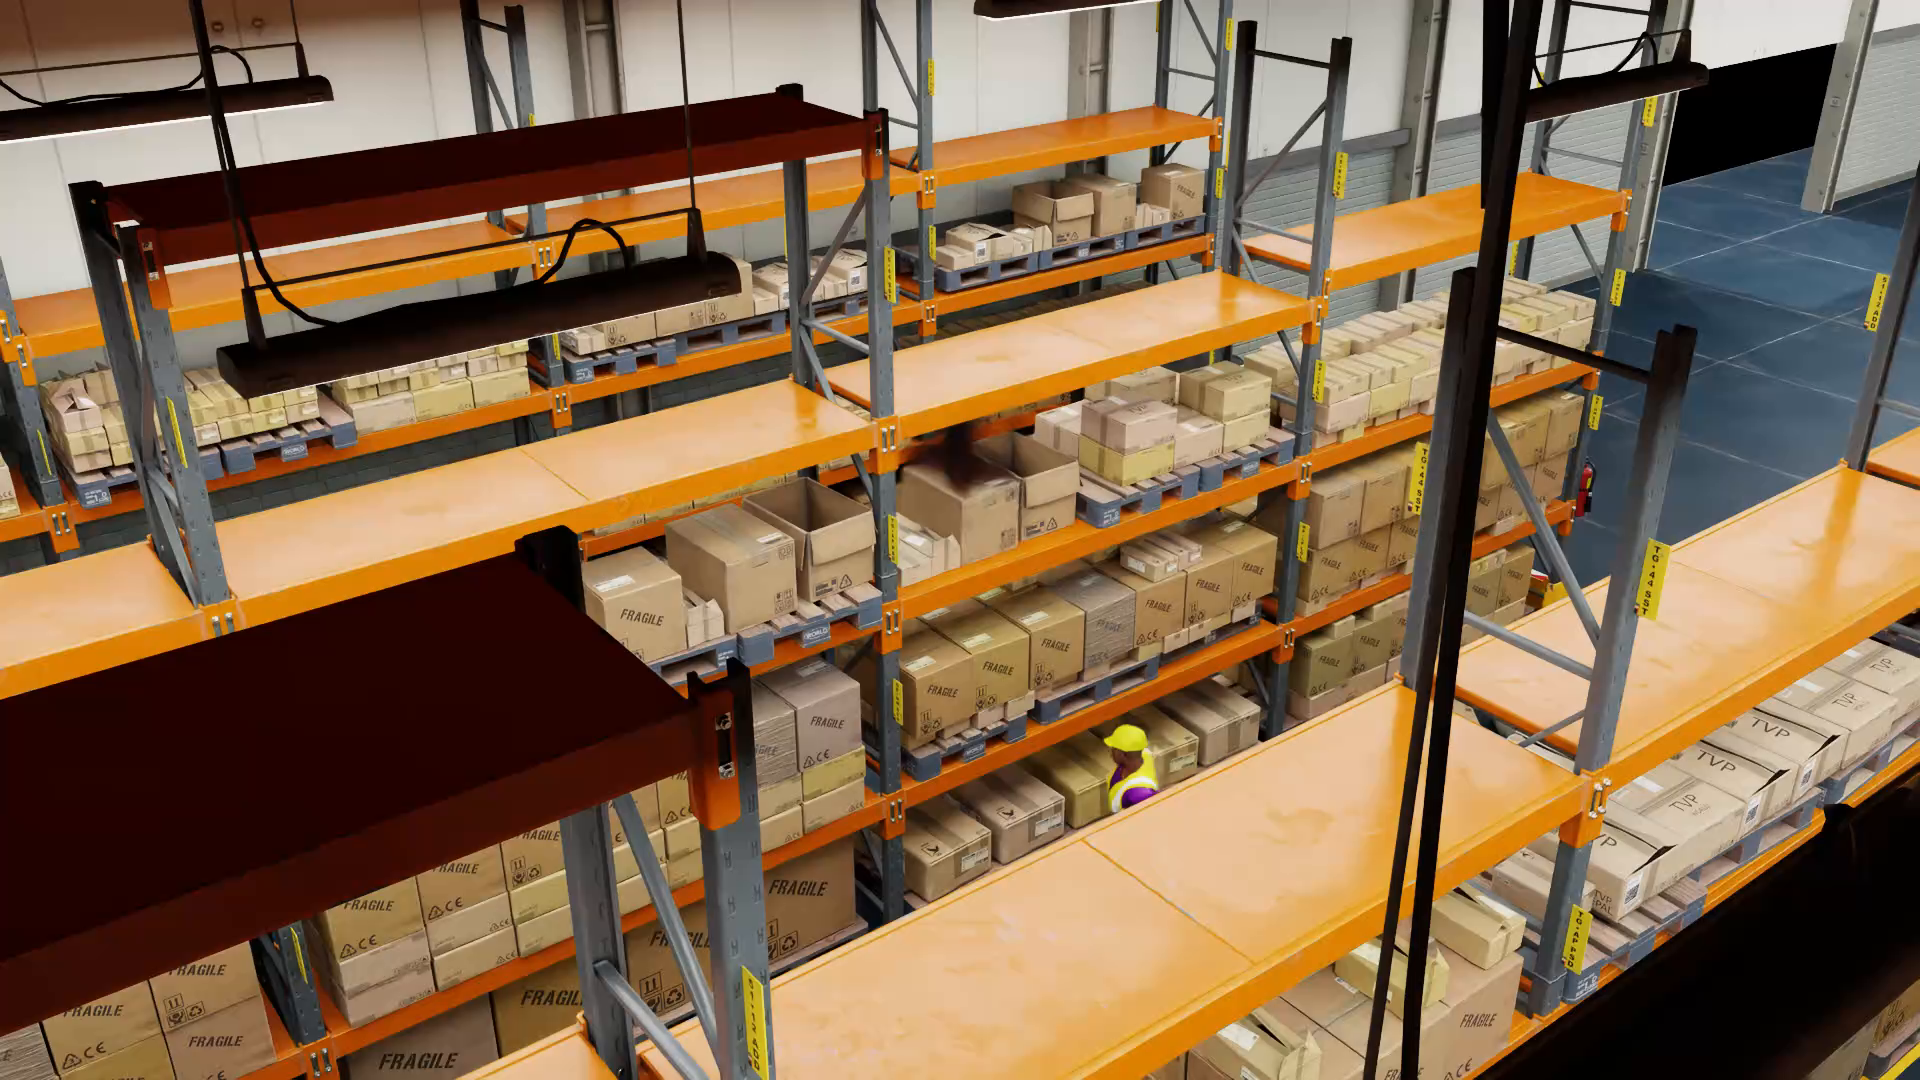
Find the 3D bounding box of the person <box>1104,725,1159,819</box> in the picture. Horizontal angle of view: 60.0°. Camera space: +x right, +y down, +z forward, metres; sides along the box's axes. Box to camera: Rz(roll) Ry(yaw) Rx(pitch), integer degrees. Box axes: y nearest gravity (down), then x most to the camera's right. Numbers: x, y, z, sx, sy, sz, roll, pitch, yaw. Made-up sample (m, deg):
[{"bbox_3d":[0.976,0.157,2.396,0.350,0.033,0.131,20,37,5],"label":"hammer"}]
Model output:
[{"bbox_3d":[1.180,2.030,11.351,0.454,1.829,0.619,-2,26,-3],"label":"person"}]
